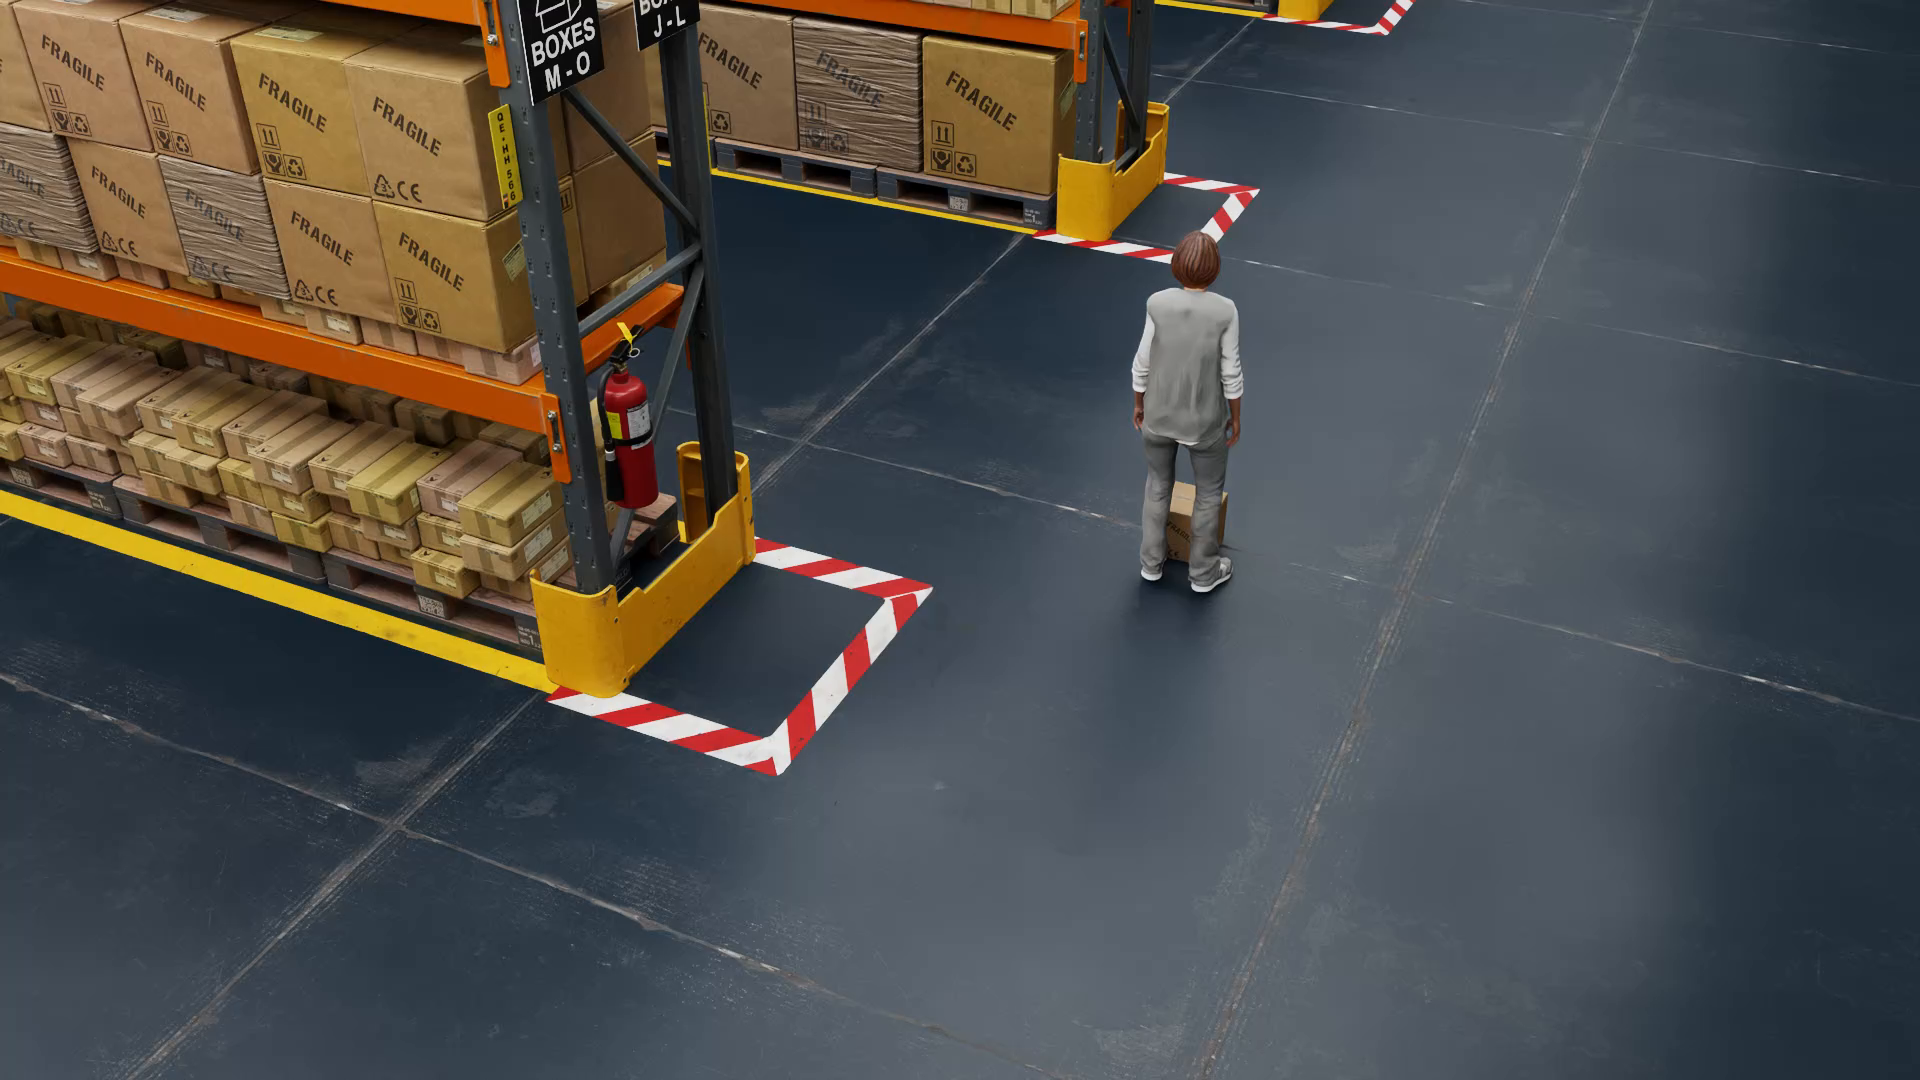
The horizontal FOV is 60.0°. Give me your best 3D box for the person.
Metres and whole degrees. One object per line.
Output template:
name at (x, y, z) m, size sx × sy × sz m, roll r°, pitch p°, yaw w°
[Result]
person at (0.939, -0.501, 6.892) m, size 0.482 × 1.592 × 0.348 m, roll 12°, pitch 36°, yaw 17°
